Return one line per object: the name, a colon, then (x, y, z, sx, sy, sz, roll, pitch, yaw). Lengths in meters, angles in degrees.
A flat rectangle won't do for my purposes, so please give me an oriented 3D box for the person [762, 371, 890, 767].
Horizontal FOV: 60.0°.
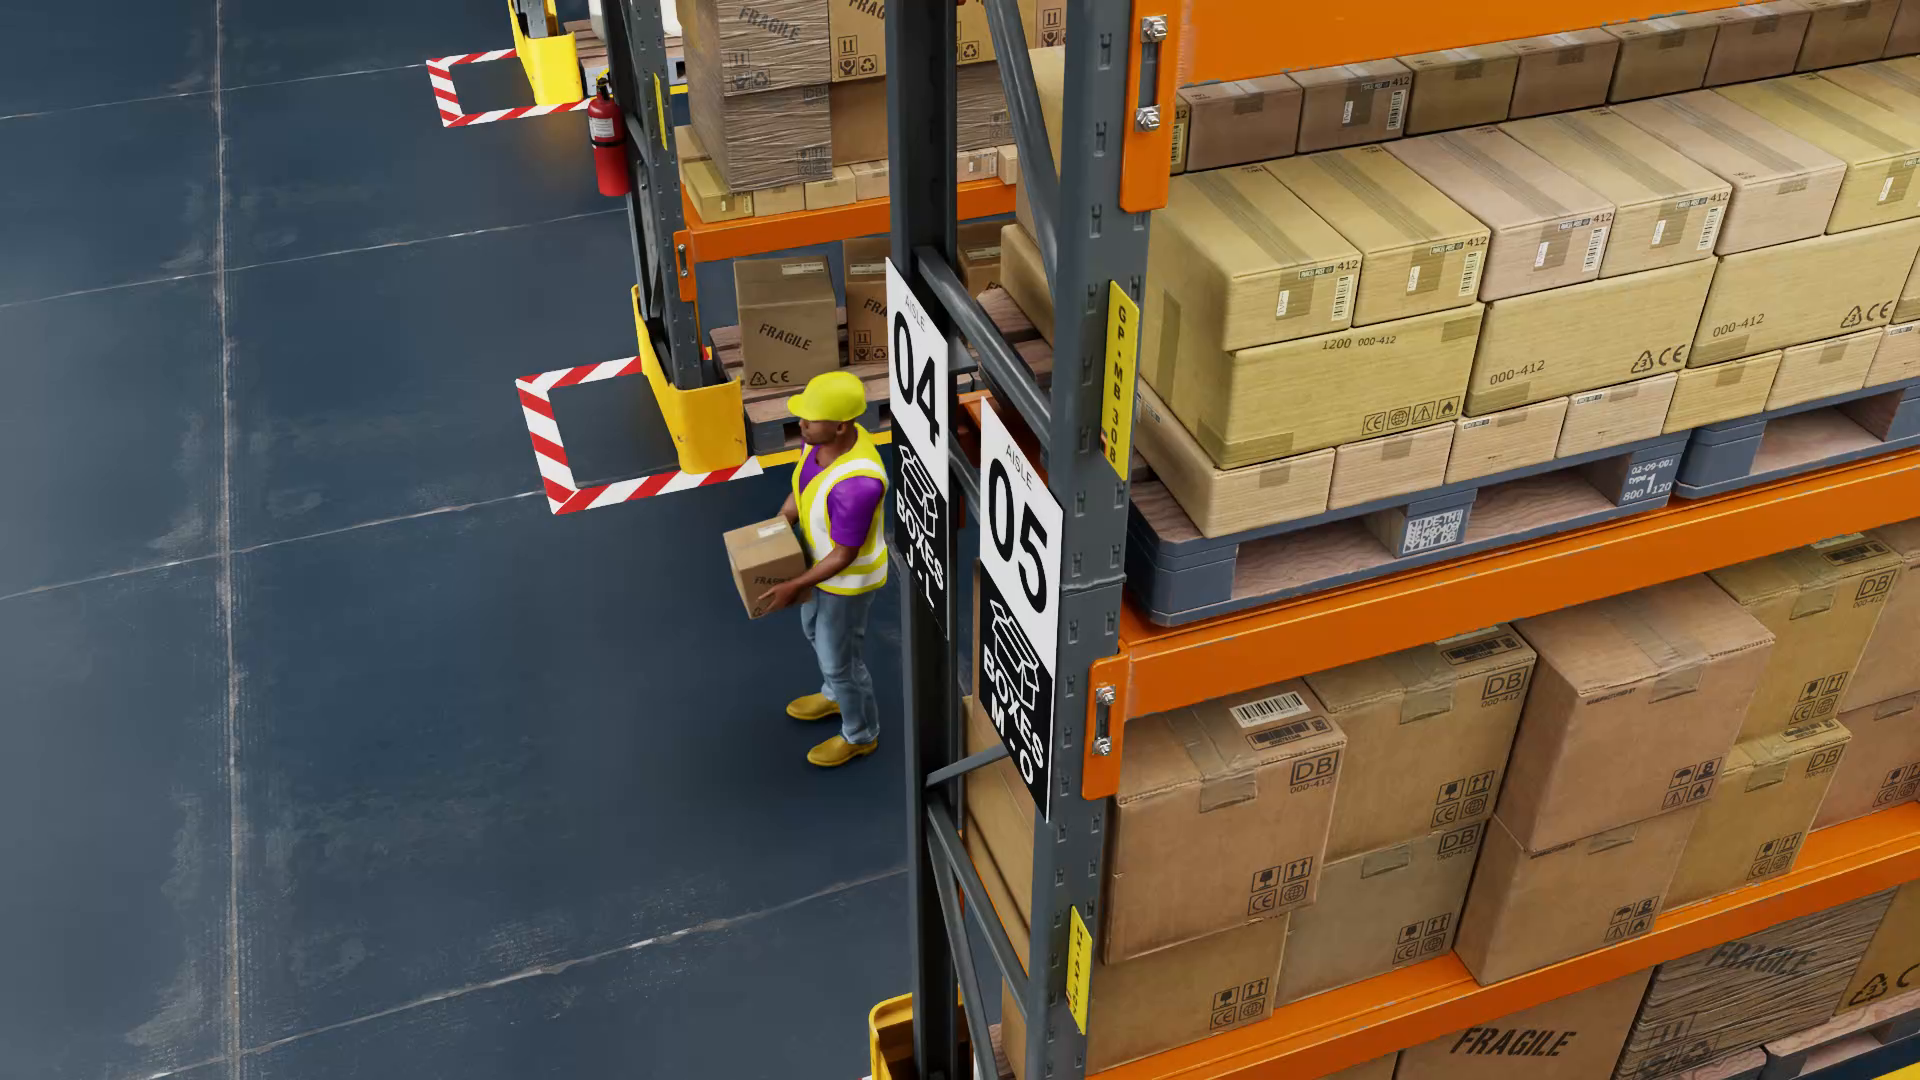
person: (-0.548, 0.126, 6.466, 0.532, 1.769, 0.553, -13, 39, -16)
